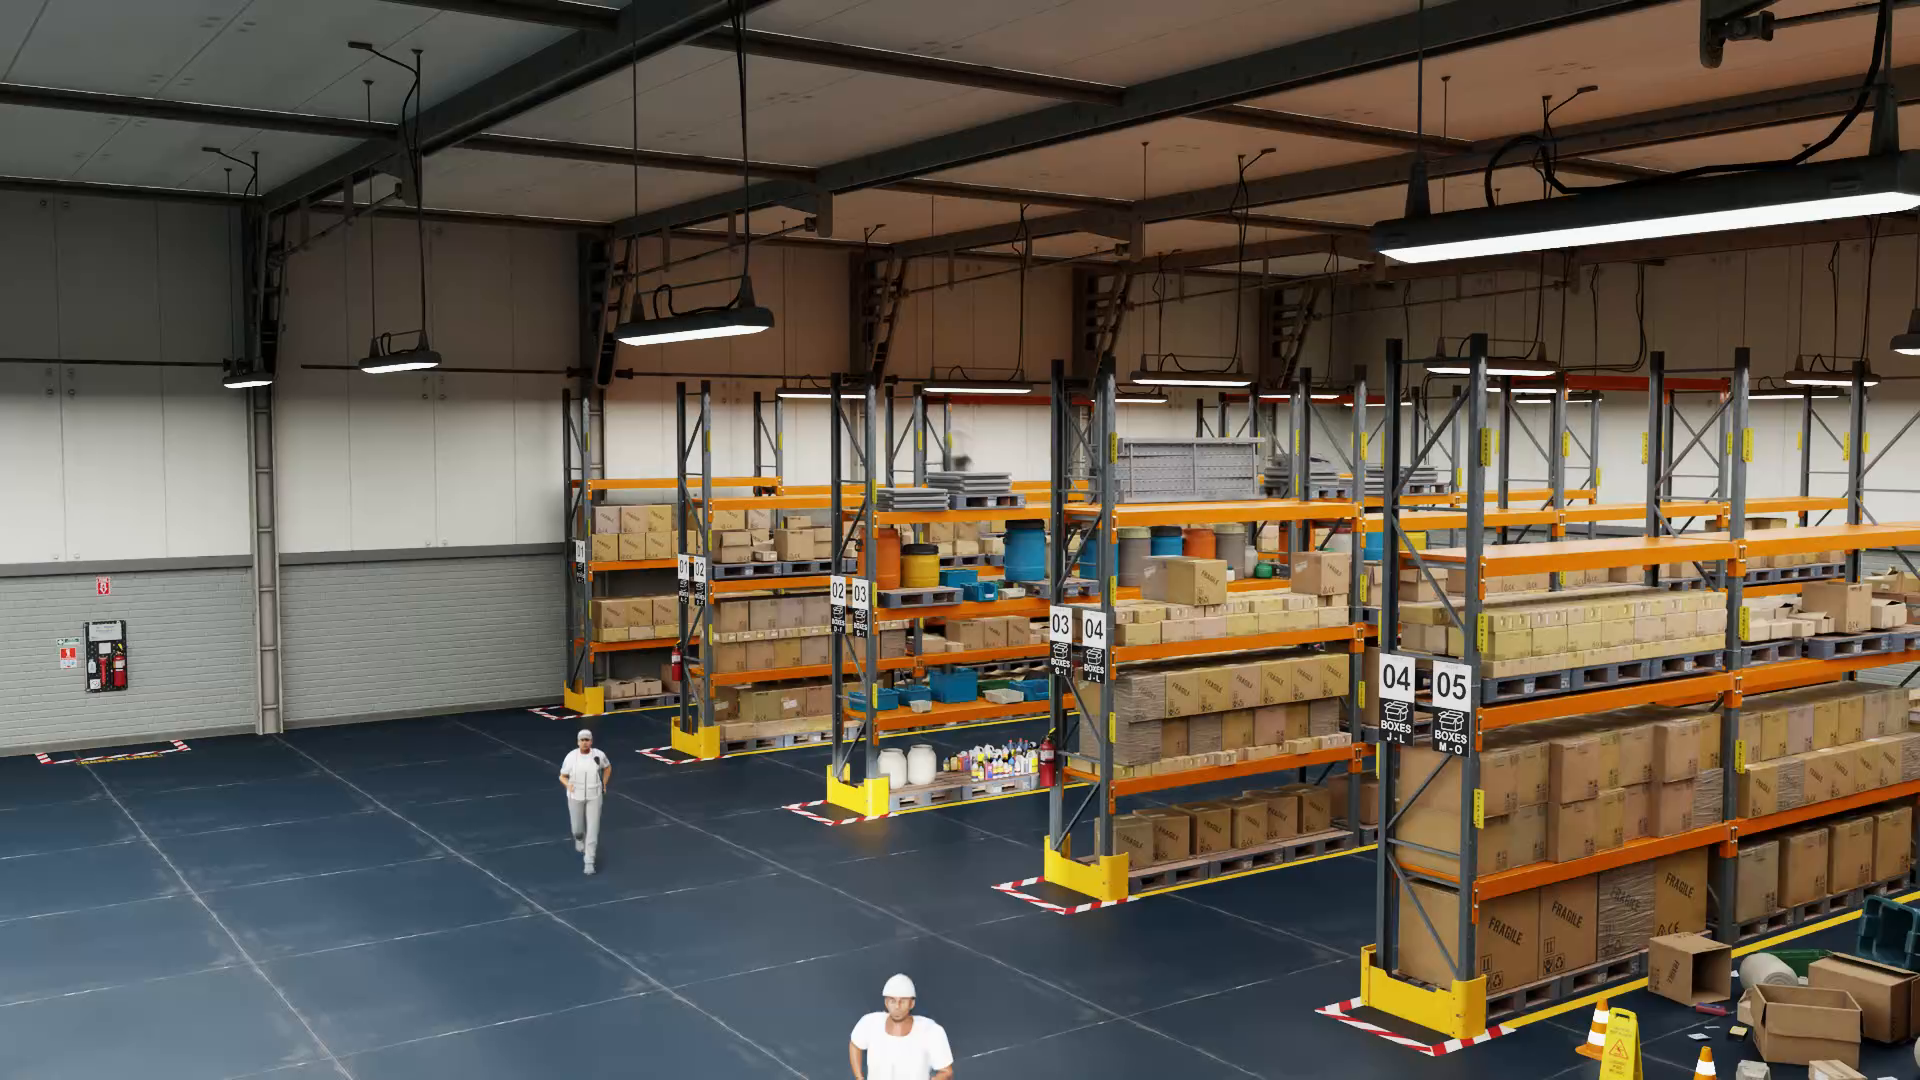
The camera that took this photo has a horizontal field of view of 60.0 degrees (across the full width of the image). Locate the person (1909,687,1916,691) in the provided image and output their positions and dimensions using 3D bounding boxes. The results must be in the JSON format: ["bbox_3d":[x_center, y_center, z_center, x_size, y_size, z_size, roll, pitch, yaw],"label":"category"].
[{"bbox_3d":[13.068,2.845,22.888,0.832,1.650,0.632,-3,5,-42],"label":"person"}]

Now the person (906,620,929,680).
[{"bbox_3d":[-0.792,2.325,31.324,0.595,1.656,0.562,-3,5,-42],"label":"person"}]

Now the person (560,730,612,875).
[{"bbox_3d":[-4.449,3.075,19.787,0.607,1.659,0.849,-1,4,-13],"label":"person"}]

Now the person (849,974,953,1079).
[{"bbox_3d":[-0.383,3.624,10.434,0.685,1.830,0.692,0,4,5],"label":"person"}]
